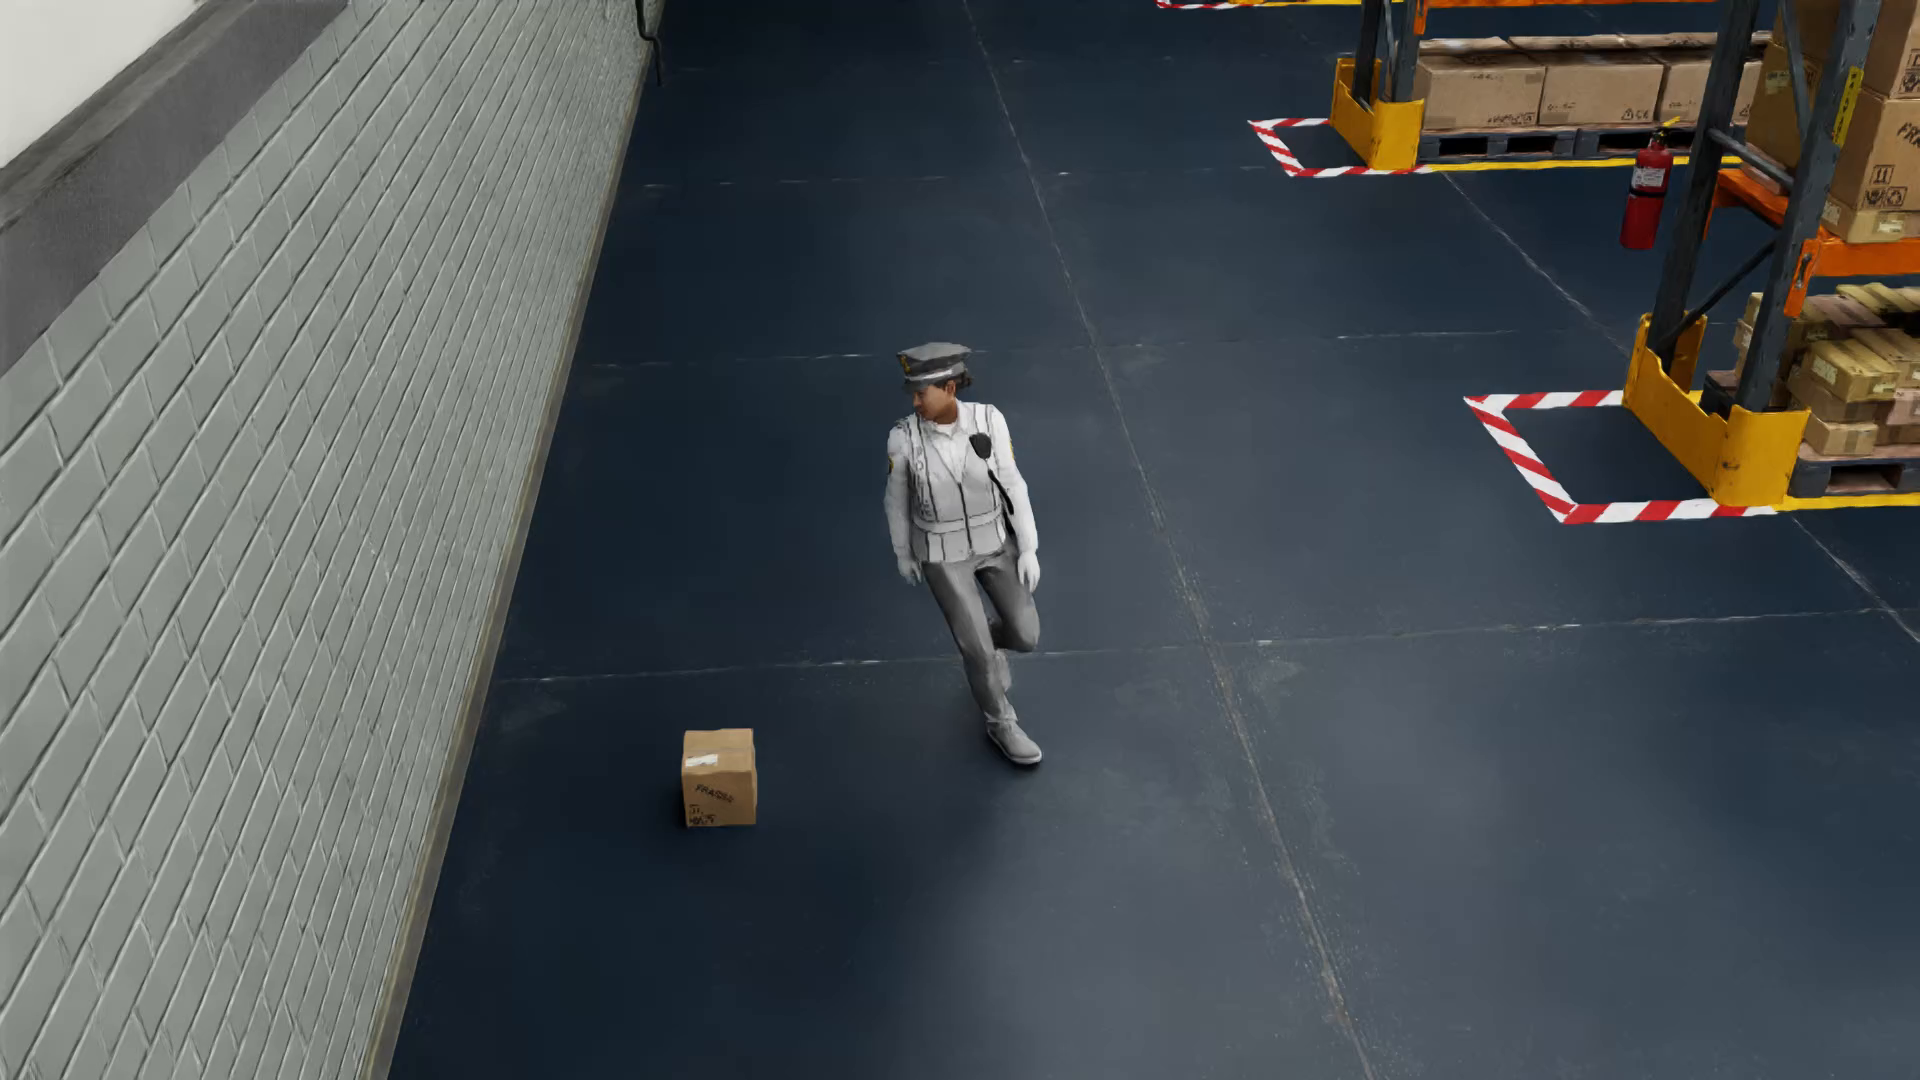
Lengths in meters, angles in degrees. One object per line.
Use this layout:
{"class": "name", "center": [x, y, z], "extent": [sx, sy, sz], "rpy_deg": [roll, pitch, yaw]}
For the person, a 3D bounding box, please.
{"class": "person", "center": [0.017, 0.048, 6.080], "extent": [0.527, 1.625, 0.605], "rpy_deg": [-9, 32, -14]}
